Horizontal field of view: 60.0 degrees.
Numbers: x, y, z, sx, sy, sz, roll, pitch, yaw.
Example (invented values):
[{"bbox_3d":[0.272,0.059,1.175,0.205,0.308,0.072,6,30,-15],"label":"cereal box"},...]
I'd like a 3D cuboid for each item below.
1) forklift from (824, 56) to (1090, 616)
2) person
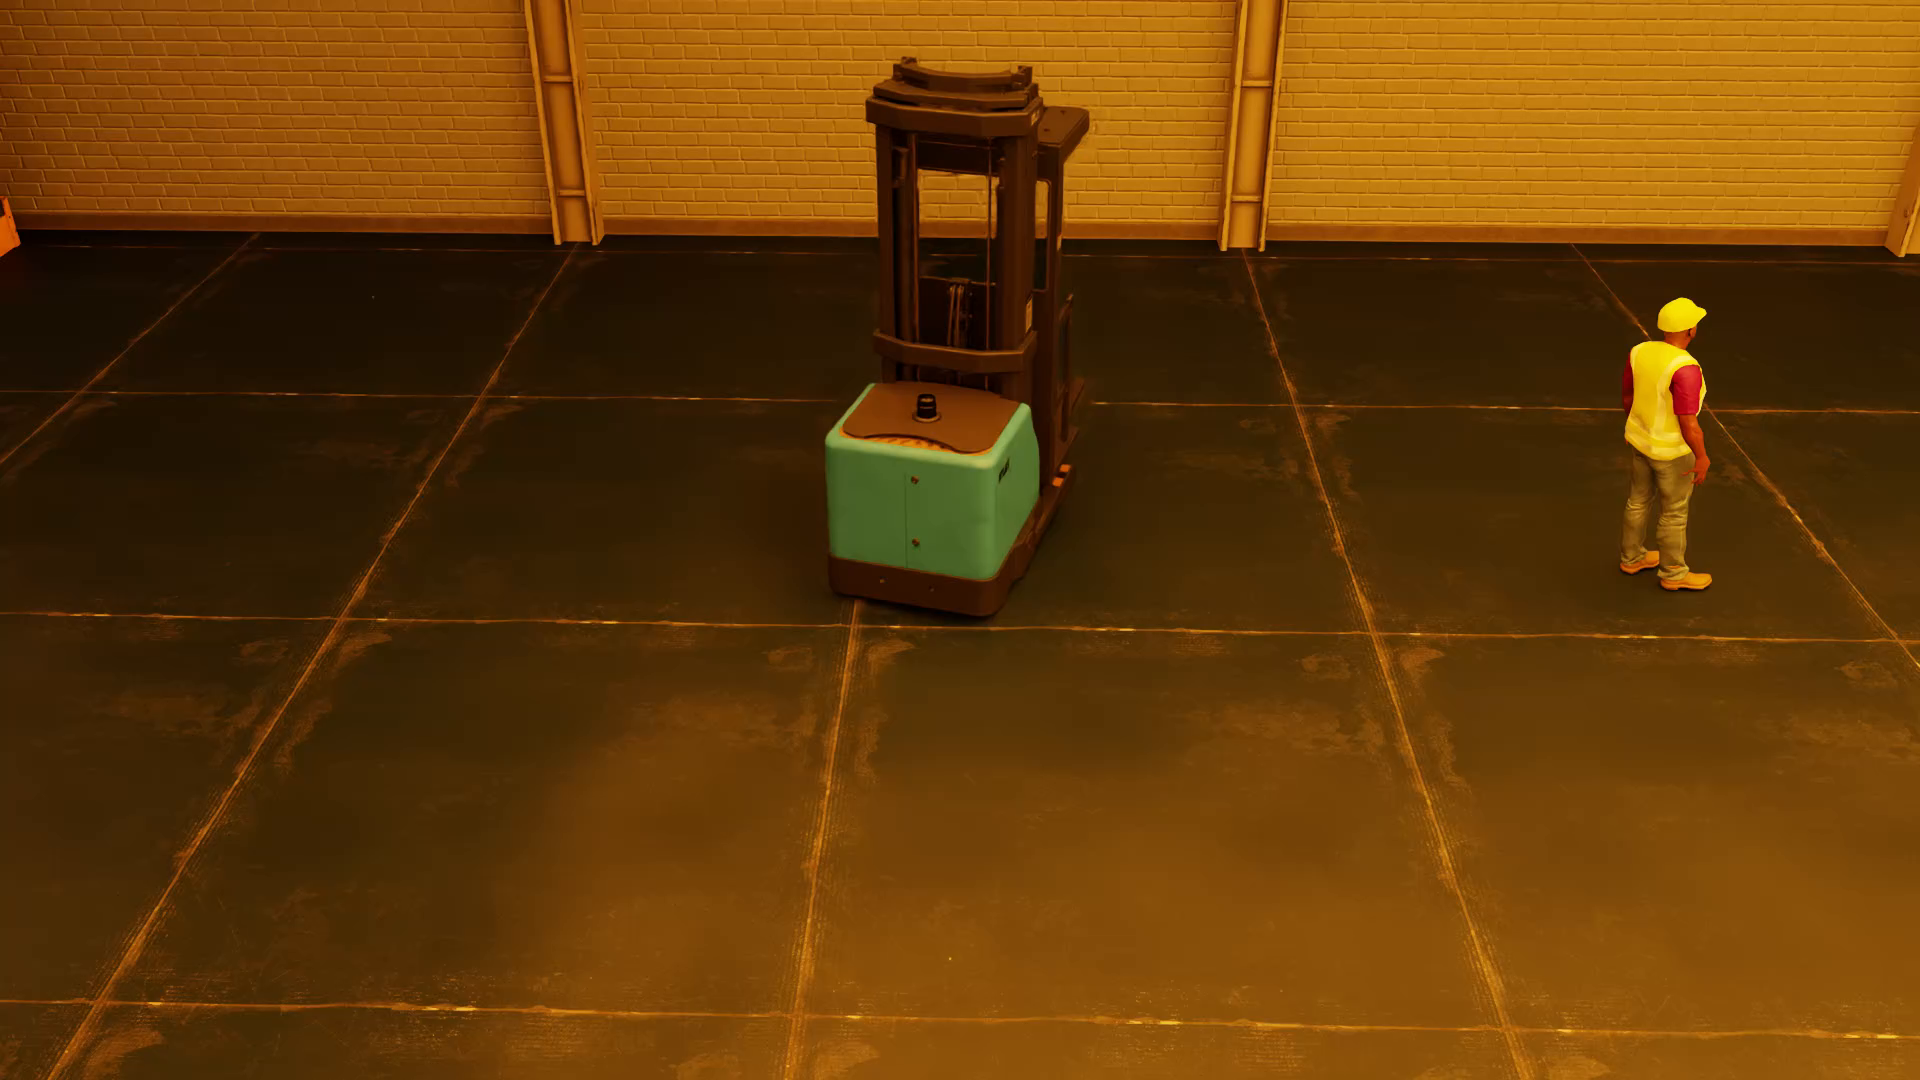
[{"bbox_3d":[0.136,-1.559,10.258,1.130,2.935,3.031,9,32,15],"label":"forklift"},{"bbox_3d":[4.171,-0.582,9.733,0.578,1.765,0.666,-9,32,-15],"label":"person"}]
